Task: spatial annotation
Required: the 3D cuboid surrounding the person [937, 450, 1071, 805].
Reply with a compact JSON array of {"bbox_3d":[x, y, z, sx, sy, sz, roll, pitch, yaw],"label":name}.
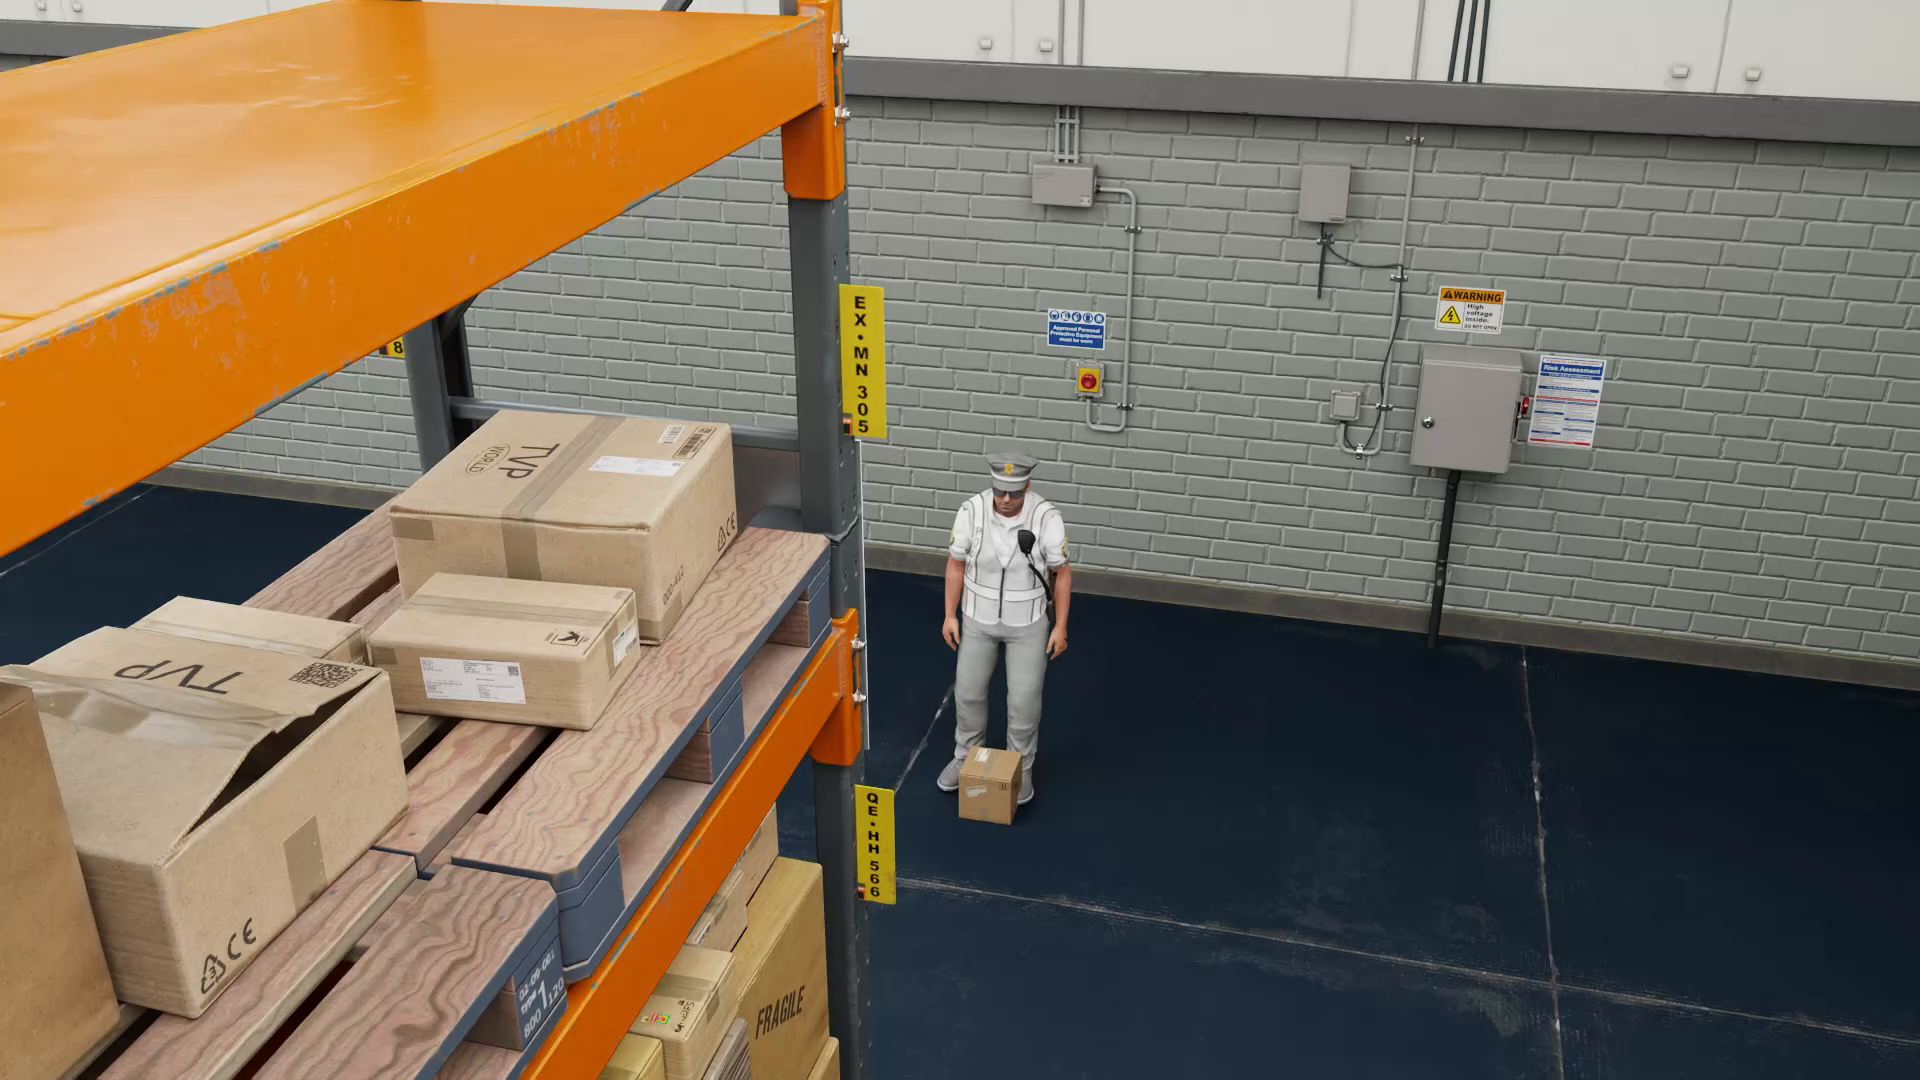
[{"bbox_3d":[0.210,0.378,7.791,0.606,1.751,0.473,5,26,10],"label":"person"}]
